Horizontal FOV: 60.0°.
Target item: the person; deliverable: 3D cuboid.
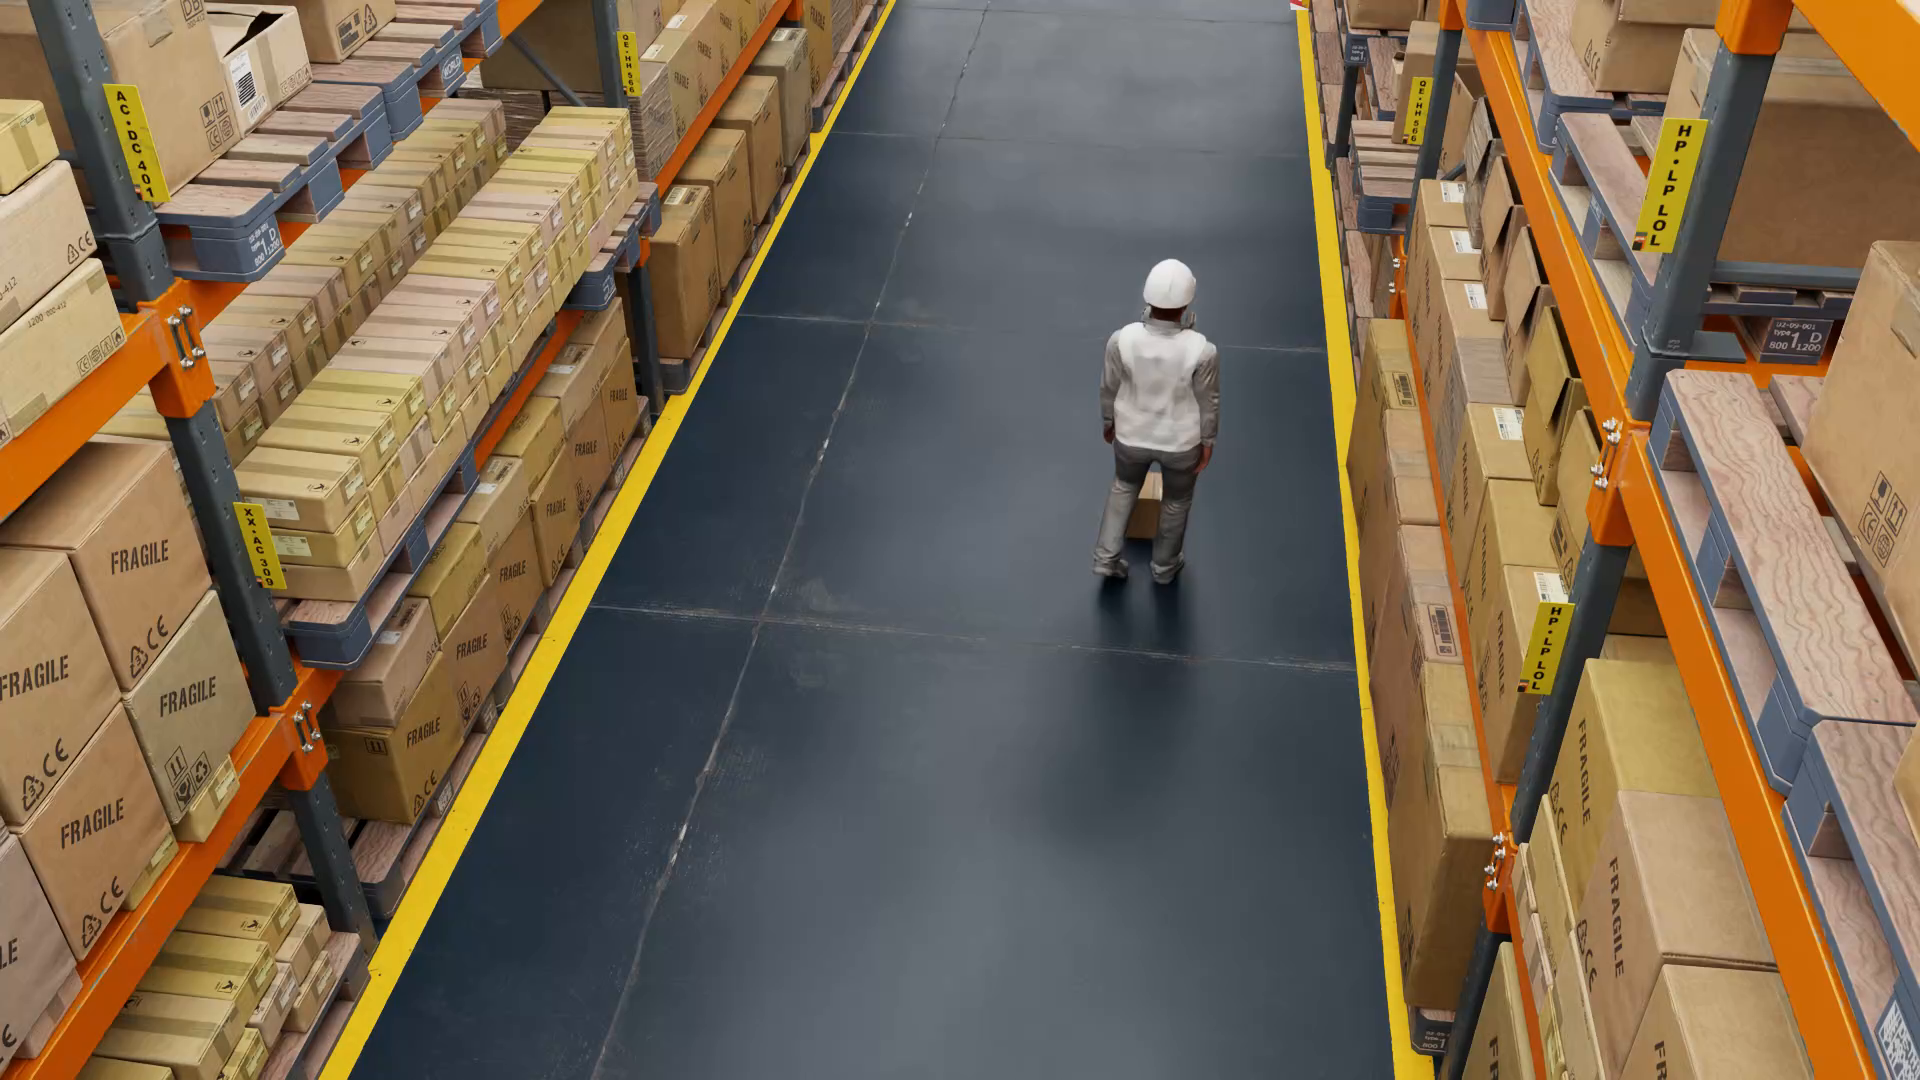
[{"bbox_3d":[0.936,-0.534,7.765,0.560,1.760,0.485,11,37,15],"label":"person"}]
